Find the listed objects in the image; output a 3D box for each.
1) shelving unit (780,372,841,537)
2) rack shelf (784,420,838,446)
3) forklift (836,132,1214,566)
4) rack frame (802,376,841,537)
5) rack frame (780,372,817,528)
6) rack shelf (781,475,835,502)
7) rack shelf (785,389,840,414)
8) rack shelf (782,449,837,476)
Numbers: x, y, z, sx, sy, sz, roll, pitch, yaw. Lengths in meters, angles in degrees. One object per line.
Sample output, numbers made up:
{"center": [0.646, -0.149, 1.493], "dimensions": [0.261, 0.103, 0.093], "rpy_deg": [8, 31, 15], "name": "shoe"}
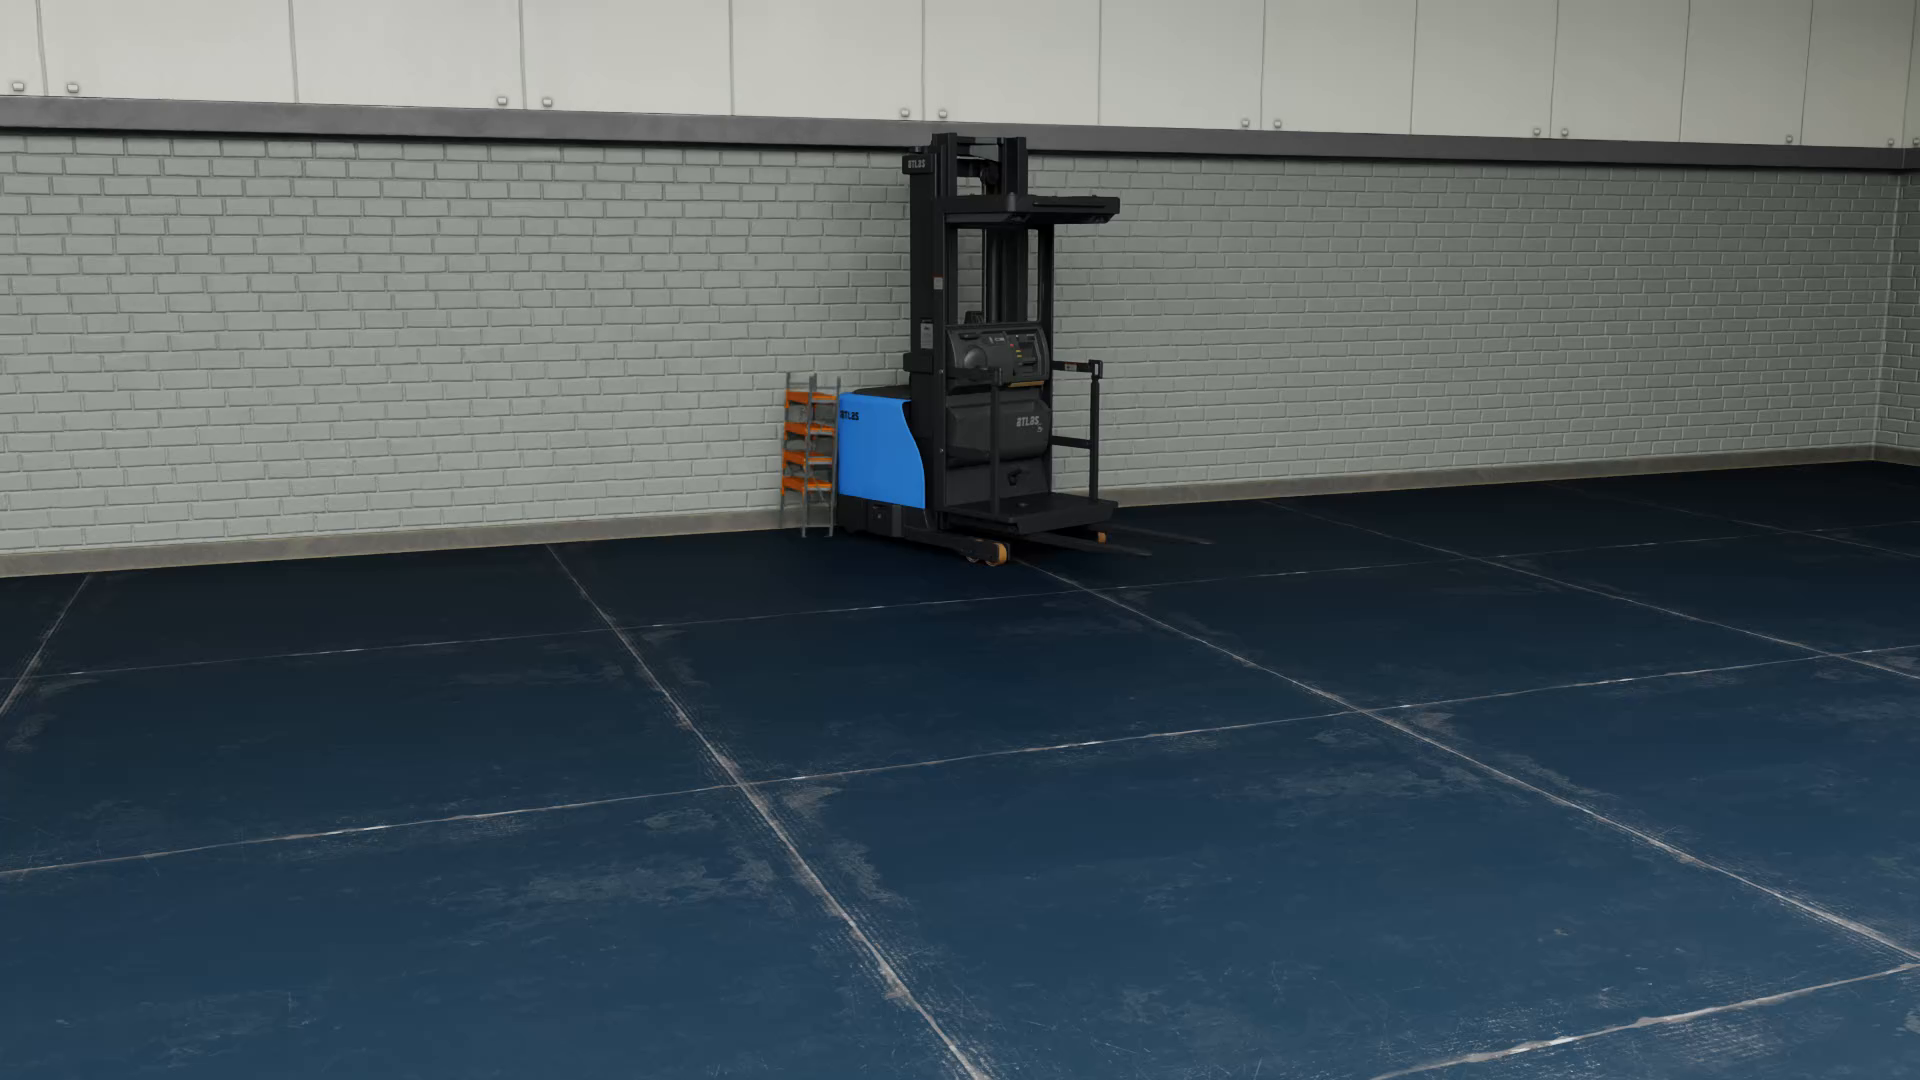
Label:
{"center": [-1.142, -0.652, 12.612], "dimensions": [0.258, 1.200, 0.503], "rpy_deg": [0, 9, -26], "name": "shelving unit"}
{"center": [-1.132, -0.807, 12.589], "dimensions": [0.258, 0.148, 0.480], "rpy_deg": [0, 9, -26], "name": "rack shelf"}
{"center": [0.422, -1.362, 11.709], "dimensions": [1.130, 2.935, 3.031], "rpy_deg": [-9, 14, -42], "name": "forklift"}
{"center": [-1.036, -0.614, 12.395], "dimensions": [0.240, 1.200, 0.015], "rpy_deg": [0, 9, -26], "name": "rack frame"}
{"center": [-1.248, -0.691, 12.828], "dimensions": [0.240, 1.200, 0.015], "rpy_deg": [0, 9, -26], "name": "rack frame"}
{"center": [-1.159, -0.390, 12.651], "dimensions": [0.258, 0.148, 0.480], "rpy_deg": [0, 9, -26], "name": "rack shelf"}
{"center": [-1.117, -1.040, 12.555], "dimensions": [0.258, 0.148, 0.480], "rpy_deg": [0, 9, -26], "name": "rack shelf"}
{"center": [-1.146, -0.586, 12.622], "dimensions": [0.258, 0.148, 0.480], "rpy_deg": [0, 9, -26], "name": "rack shelf"}
